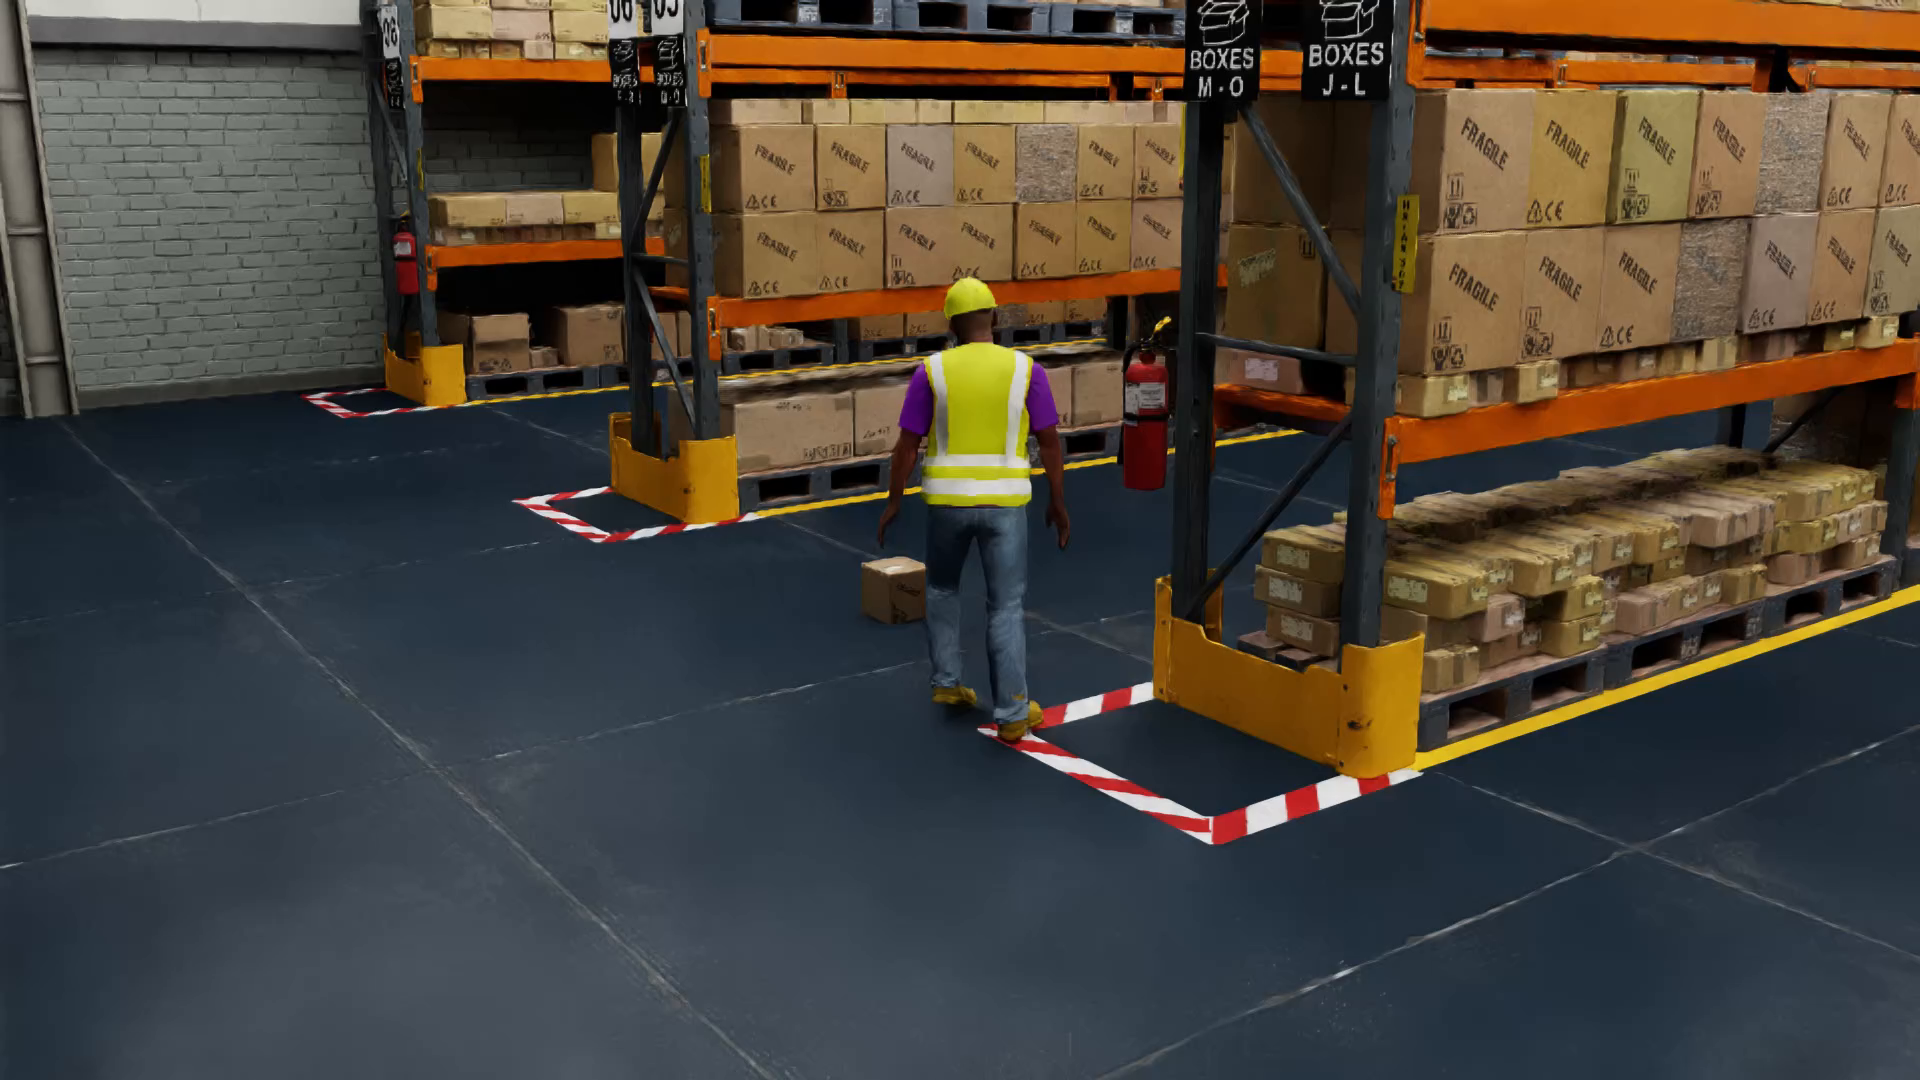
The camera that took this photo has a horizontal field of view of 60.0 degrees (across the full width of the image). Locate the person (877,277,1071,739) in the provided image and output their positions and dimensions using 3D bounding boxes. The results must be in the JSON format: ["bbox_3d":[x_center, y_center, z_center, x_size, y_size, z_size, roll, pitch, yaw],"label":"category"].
[{"bbox_3d":[0.054,-0.136,6.470,0.754,1.744,0.571,0,14,2],"label":"person"}]
